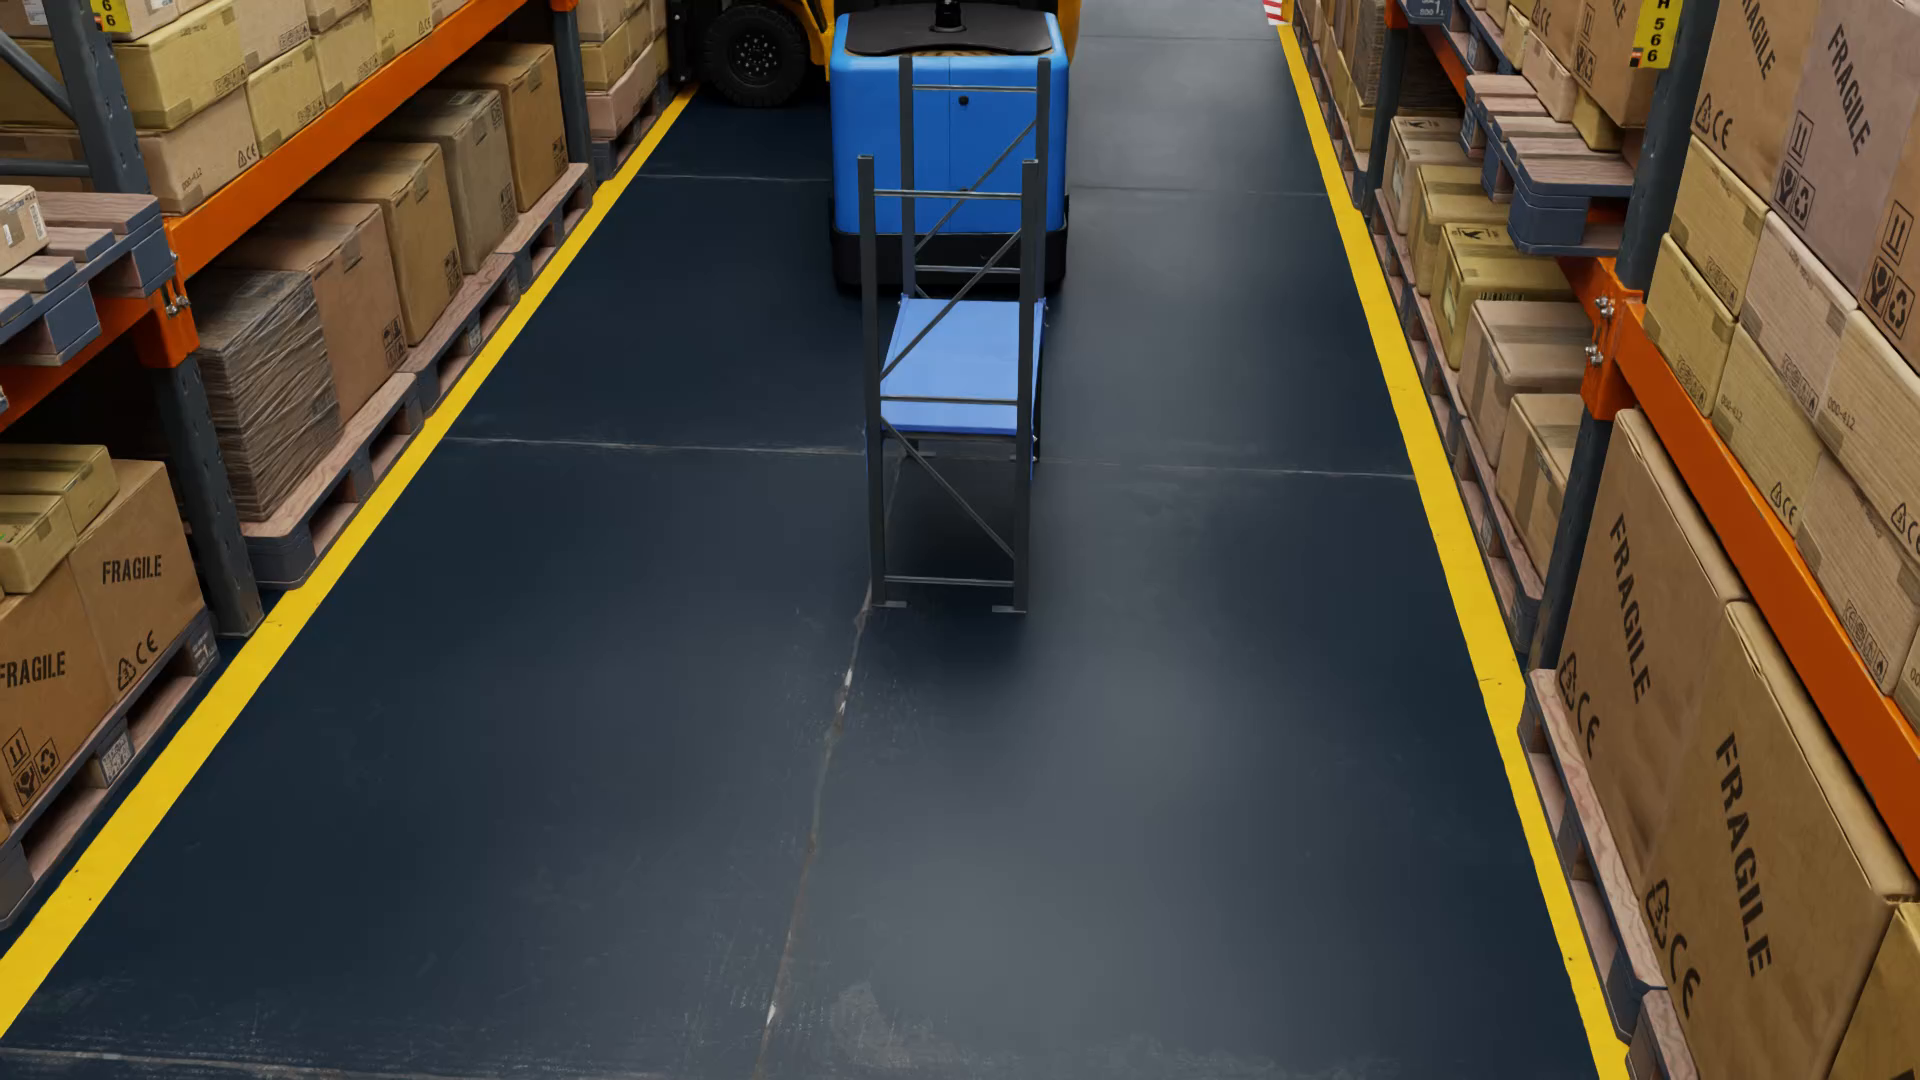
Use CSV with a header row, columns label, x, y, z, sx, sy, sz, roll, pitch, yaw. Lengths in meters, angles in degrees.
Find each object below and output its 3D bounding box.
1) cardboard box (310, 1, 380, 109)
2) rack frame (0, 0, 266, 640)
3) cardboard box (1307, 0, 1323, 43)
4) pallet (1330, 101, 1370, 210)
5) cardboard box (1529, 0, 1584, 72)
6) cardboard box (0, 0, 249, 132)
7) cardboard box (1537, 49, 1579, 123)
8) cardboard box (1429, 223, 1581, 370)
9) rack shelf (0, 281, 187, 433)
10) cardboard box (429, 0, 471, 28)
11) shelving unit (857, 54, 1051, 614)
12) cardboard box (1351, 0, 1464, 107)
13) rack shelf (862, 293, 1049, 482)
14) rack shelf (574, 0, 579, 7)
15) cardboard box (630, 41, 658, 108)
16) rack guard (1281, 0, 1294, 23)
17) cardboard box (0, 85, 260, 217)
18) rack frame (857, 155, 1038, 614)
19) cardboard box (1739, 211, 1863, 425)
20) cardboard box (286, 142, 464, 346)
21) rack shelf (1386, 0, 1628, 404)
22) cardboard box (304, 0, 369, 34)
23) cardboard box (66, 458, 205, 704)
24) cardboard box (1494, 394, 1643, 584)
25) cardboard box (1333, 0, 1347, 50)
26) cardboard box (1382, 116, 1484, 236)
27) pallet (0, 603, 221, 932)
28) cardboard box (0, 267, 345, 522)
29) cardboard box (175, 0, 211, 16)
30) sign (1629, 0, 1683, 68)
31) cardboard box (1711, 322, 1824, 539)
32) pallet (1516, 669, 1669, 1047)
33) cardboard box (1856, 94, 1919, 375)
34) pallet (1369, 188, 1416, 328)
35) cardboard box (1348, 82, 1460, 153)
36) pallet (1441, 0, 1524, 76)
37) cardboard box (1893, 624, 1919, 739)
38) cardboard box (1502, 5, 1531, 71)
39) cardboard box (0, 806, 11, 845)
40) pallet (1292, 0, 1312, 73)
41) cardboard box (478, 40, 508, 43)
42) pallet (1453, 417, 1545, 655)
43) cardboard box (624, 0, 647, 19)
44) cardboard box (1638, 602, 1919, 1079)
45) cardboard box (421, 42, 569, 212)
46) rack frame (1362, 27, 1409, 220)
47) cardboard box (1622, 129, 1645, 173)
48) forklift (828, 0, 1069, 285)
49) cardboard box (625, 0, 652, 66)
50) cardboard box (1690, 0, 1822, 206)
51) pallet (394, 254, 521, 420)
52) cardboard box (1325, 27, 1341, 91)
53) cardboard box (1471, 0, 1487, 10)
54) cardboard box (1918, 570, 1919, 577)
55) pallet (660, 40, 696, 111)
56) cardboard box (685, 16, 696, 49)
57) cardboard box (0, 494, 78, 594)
label,x,y,z,sx,sy,sz,roll,pitch,yaw
cardboard box,-2.374,-1.706,5.802,0.500,0.250,0.500,1,32,2
rack frame,-2.734,-1.016,4.539,1.000,3.000,0.127,2,32,4
cardboard box,2.474,-3.320,10.499,0.500,0.250,0.500,4,32,6
pallet,2.559,-2.063,8.896,1.003,0.211,1.213,2,32,4
cardboard box,2.005,-1.674,4.828,0.500,0.500,0.500,2,32,3
cardboard box,-2.430,-1.385,4.805,0.500,0.250,0.500,2,32,4
cardboard box,1.931,-1.336,4.897,0.380,0.149,0.250,2,32,4
cardboard box,2.389,-0.943,6.526,0.950,0.372,0.625,3,32,6
rack shelf,-2.897,0.337,3.031,1.077,0.370,4.000,2,32,4
cardboard box,-2.295,-2.247,6.680,0.500,0.250,0.500,3,32,4
shelving unit,0.007,-0.683,5.429,0.538,1.500,1.048,2,32,4
cardboard box,2.320,-2.545,8.527,0.500,0.500,0.500,2,32,3
rack shelf,0.007,-0.530,5.523,0.538,0.185,1.000,2,32,4
rack shelf,-2.246,-3.847,9.819,1.077,0.370,4.000,2,32,4
cardboard box,-2.013,-2.620,9.363,0.500,0.250,0.500,2,32,3
rack guard,2.859,-3.885,11.577,1.175,0.500,0.348,2,32,4
cardboard box,-2.454,-1.173,4.938,0.500,0.250,0.500,3,32,4
rack frame,-0.034,-0.417,4.998,0.500,1.500,0.032,2,32,4
cardboard box,1.883,-0.430,3.255,0.500,0.250,0.500,3,32,5
cardboard box,-2.570,-1.203,6.706,0.875,0.625,0.625,1,32,2
rack shelf,2.376,-1.545,6.084,1.077,0.370,4.000,2,32,4
cardboard box,-2.352,-1.921,5.674,0.500,0.250,0.500,2,32,3
cardboard box,-2.554,0.100,4.711,0.500,0.500,0.500,3,32,5
cardboard box,2.269,-0.161,5.256,0.950,0.372,0.625,0,32,1
cardboard box,2.400,-3.078,9.392,0.500,0.500,0.500,4,32,7
cardboard box,2.499,-1.683,7.726,0.950,0.372,0.625,3,32,5
pallet,-2.833,0.560,4.640,1.003,0.211,1.213,2,32,4
cardboard box,-2.670,-0.509,5.580,0.875,0.625,0.625,3,32,6
cardboard box,-2.394,-1.628,4.819,0.380,0.149,0.250,3,32,5
sign,1.672,-1.283,3.945,0.100,0.325,0.005,2,32,4
cardboard box,1.899,-0.227,3.403,0.500,0.250,0.500,2,32,3
pallet,2.074,0.791,4.266,1.003,0.211,1.213,2,32,4
cardboard box,1.841,-0.497,2.648,0.500,0.500,0.500,3,32,5
pallet,2.477,-1.303,7.663,1.003,0.211,1.213,2,32,4
cardboard box,2.319,-2.226,8.723,0.500,0.250,0.500,4,32,6
pallet,2.334,-1.761,5.931,1.003,0.211,1.213,2,32,4
cardboard box,1.813,0.305,2.539,0.500,0.250,0.500,2,32,4
cardboard box,1.968,-1.612,5.345,0.380,0.149,0.250,3,32,5
cardboard box,-2.645,0.635,3.843,0.500,0.500,0.500,4,32,6
pallet,2.757,-3.339,10.966,1.003,0.211,1.213,2,32,4
cardboard box,-2.573,-2.592,8.840,0.500,0.250,0.500,2,32,3
pallet,2.279,-0.027,5.592,1.003,0.211,1.213,2,32,4
cardboard box,-2.005,-3.048,9.104,0.500,0.250,0.500,3,32,4
cardboard box,1.998,0.744,3.308,0.875,0.875,0.875,3,32,5
cardboard box,-2.440,-2.002,8.002,0.875,0.625,0.625,4,32,6
rack frame,2.539,-2.897,7.592,1.000,3.000,0.127,2,32,4
cardboard box,2.006,-1.059,4.448,0.380,0.149,0.250,4,32,6
forklift,-0.074,-3.131,8.037,1.130,2.935,3.031,-1,32,-1
cardboard box,-2.022,-2.831,9.229,0.500,0.250,0.500,2,32,4
cardboard box,1.930,-1.026,3.508,0.500,0.500,0.500,1,32,2
pallet,-2.526,-0.893,6.999,1.003,0.211,1.213,2,32,4
cardboard box,2.399,-2.770,9.607,0.500,0.250,0.500,3,32,5
cardboard box,2.045,-2.013,5.997,0.380,0.149,0.250,4,32,6
cardboard box,1.776,0.095,2.403,0.500,0.250,0.500,3,32,5
pallet,-2.205,-2.974,10.374,1.003,0.211,1.213,2,32,4
cardboard box,-1.926,-3.154,10.230,0.500,0.250,0.500,3,32,6
cardboard box,-2.513,0.007,4.244,0.380,0.149,0.250,1,32,1
